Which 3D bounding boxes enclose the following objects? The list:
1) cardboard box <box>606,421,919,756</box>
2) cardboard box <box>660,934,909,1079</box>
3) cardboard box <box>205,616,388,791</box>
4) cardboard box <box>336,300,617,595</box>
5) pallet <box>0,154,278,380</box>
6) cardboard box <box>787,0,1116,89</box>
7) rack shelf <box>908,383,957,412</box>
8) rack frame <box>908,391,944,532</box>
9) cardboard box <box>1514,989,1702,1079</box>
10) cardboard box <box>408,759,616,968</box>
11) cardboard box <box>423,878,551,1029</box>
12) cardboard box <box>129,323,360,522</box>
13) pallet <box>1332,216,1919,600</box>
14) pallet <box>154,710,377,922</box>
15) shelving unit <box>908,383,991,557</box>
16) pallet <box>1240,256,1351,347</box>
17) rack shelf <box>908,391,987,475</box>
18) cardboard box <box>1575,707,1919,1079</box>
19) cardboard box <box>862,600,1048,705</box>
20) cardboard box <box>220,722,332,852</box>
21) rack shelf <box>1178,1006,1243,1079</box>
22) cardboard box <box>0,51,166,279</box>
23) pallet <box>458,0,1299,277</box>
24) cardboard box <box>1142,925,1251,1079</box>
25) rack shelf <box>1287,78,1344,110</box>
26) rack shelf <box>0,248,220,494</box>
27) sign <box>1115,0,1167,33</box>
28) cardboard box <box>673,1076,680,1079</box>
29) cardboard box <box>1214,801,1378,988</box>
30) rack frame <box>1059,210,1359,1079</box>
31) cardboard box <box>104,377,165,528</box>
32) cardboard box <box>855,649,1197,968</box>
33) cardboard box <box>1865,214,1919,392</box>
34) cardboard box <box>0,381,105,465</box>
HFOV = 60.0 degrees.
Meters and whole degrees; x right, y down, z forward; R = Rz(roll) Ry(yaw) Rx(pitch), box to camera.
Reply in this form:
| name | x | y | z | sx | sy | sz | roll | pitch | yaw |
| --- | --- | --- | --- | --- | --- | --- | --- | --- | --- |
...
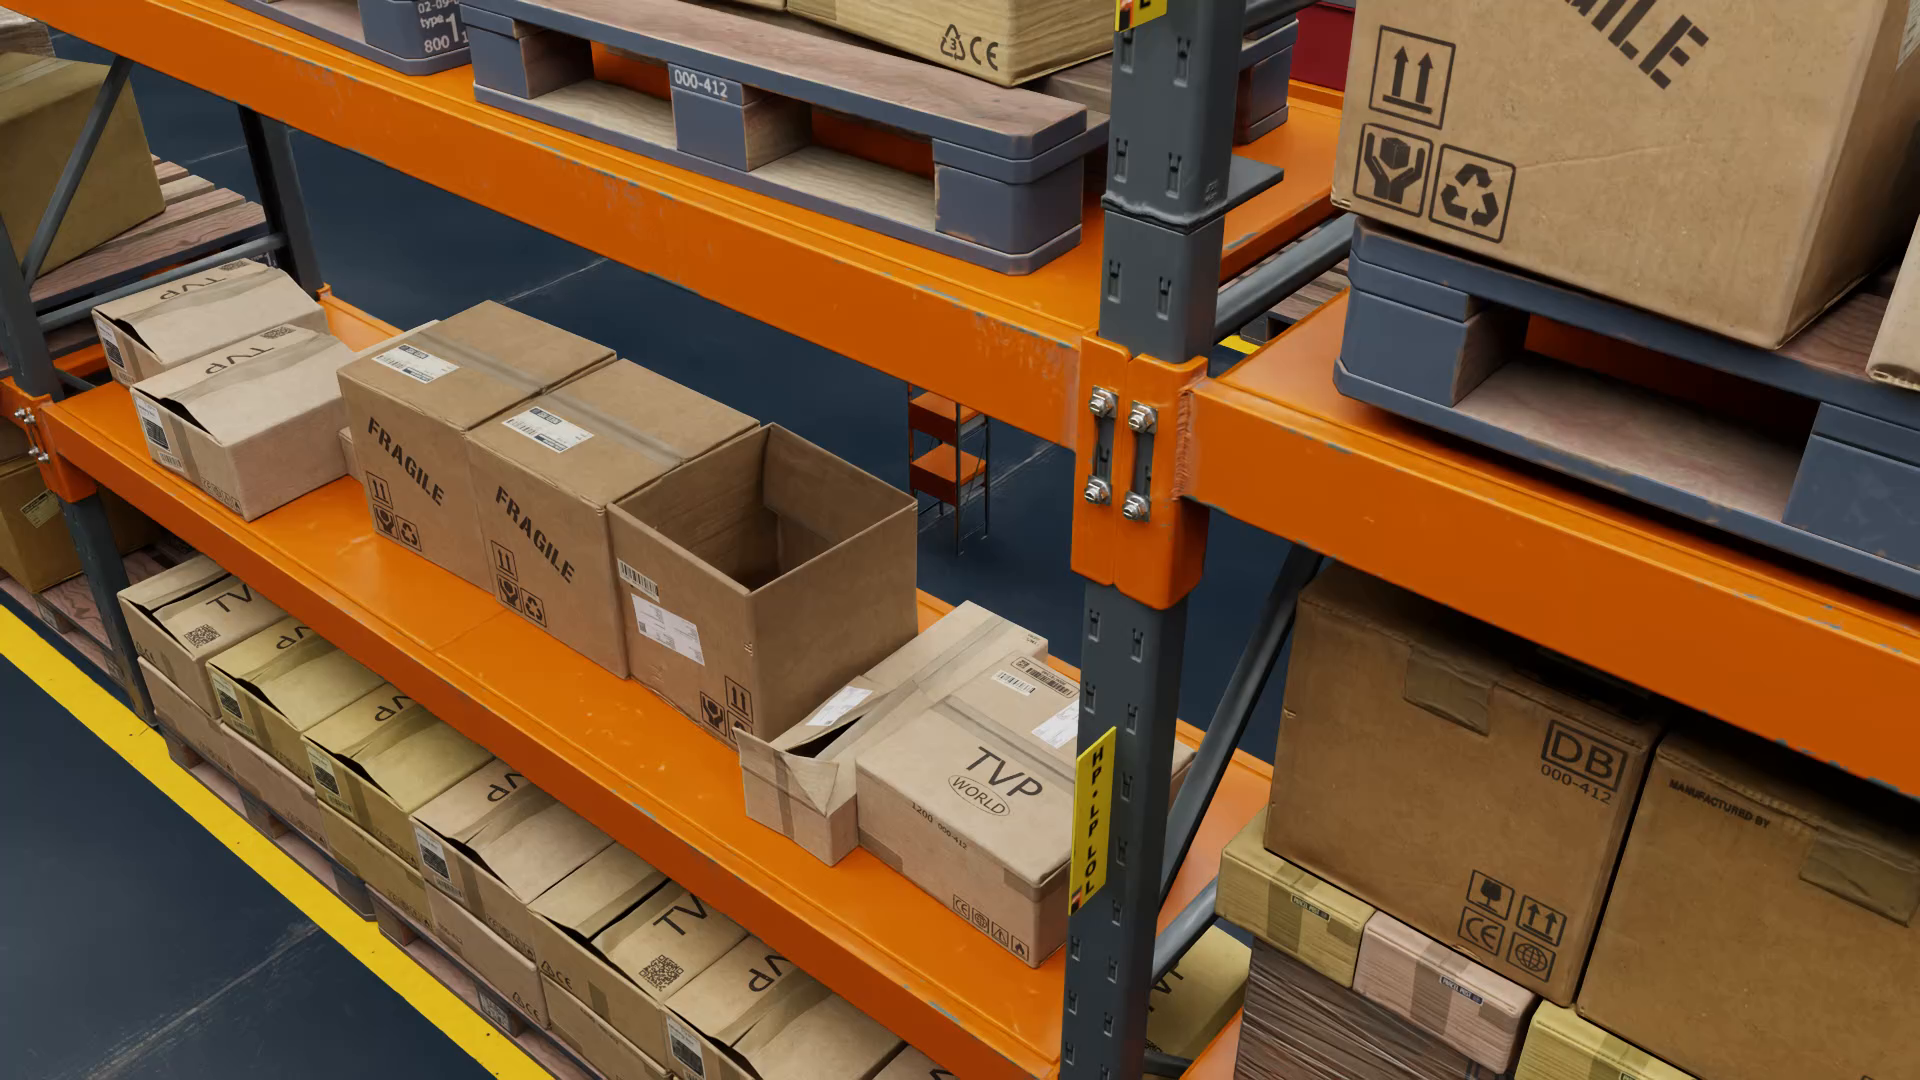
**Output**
| name | x | y | z | sx | sy | sz | roll | pitch | yaw |
| --- | --- | --- | --- | --- | --- | --- | --- | --- | --- |
| cardboard box | -0.443 | 0.117 | 3.842 | 0.500 | 0.500 | 0.500 | 29 | 44 | 35 |
| cardboard box | -0.357 | 1.155 | 3.980 | 0.500 | 0.311 | 0.500 | 27 | 42 | 33 |
| cardboard box | -1.909 | 0.418 | 5.054 | 0.500 | 0.311 | 0.500 | 24 | 41 | 31 |
| cardboard box | -1.233 | -0.255 | 4.384 | 0.500 | 0.500 | 0.500 | 23 | 41 | 29 |
| pallet | -3.098 | -0.951 | 5.654 | 1.003 | 0.211 | 1.213 | 25 | 42 | 32 |
| cardboard box | 0.074 | -0.941 | 2.583 | 0.500 | 0.250 | 0.500 | -29 | 44 | -35 |
| rack shelf | -0.041 | -0.677 | 6.326 | 0.240 | 0.259 | 0.215 | 25 | 42 | 32 |
| rack frame | -0.135 | -0.496 | 6.545 | 0.008 | 1.050 | 0.200 | 25 | 42 | 32 |
| cardboard box | 1.017 | 0.691 | 2.433 | 0.250 | 0.149 | 0.380 | 24 | 41 | 31 |
| cardboard box | -1.123 | 0.790 | 4.512 | 0.500 | 0.311 | 0.500 | 25 | 41 | 31 |
| cardboard box | -1.134 | 1.016 | 4.678 | 0.500 | 0.250 | 0.500 | 26 | 42 | 33 |
| cardboard box | -1.969 | -0.370 | 4.718 | 0.500 | 0.311 | 0.500 | 25 | 42 | 31 |
| pallet | 1.214 | -0.268 | 1.920 | 1.213 | 0.211 | 1.003 | 25 | 42 | 32 |
| pallet | -1.925 | 0.650 | 5.617 | 1.213 | 0.211 | 1.003 | 25 | 42 | 32 |
| shelving unit | -0.041 | -0.452 | 6.481 | 0.252 | 1.050 | 0.215 | 25 | 42 | 32 |
| pallet | 2.143 | -1.080 | 8.135 | 1.213 | 0.211 | 1.003 | 25 | 42 | 32 |
| rack shelf | -0.041 | -0.443 | 6.487 | 0.240 | 0.259 | 0.215 | 25 | 42 | 32 |
| cardboard box | 1.276 | 0.398 | 2.286 | 0.500 | 0.500 | 0.700 | 25 | 42 | 32 |
| cardboard box | -0.009 | 0.328 | 3.845 | 0.250 | 0.149 | 0.380 | 25 | 42 | 32 |
| cardboard box | -1.931 | 0.645 | 5.220 | 0.500 | 0.250 | 0.500 | 24 | 41 | 31 |
| rack shelf | 2.079 | 1.655 | 2.326 | 4.000 | 0.370 | 1.077 | 25 | 42 | 32 |
| cardboard box | -3.089 | -1.208 | 5.400 | 0.500 | 0.500 | 0.700 | 12 | 36 | 17 |
| pallet | -0.145 | -0.837 | 2.839 | 1.217 | 0.209 | 0.805 | 23 | 41 | 30 |
| cardboard box | 0.383 | 1.105 | 4.054 | 0.500 | 0.311 | 0.500 | 25 | 42 | 32 |
| rack shelf | 2.177 | -1.948 | 7.572 | 4.000 | 0.370 | 1.077 | 25 | 42 | 32 |
| rack shelf | -4.070 | -1.243 | 6.545 | 4.000 | 0.370 | 1.077 | 25 | 42 | 32 |
| sign | 0.202 | -0.706 | 1.744 | 0.005 | 0.325 | 0.100 | 25 | 42 | 32 |
| cardboard box | -0.350 | 1.386 | 4.140 | 0.500 | 0.250 | 0.500 | 25 | 41 | 31 |
| cardboard box | 0.624 | 0.507 | 2.701 | 0.250 | 0.149 | 0.380 | 25 | 42 | 32 |
| rack frame | 0.541 | 0.634 | 3.177 | 0.127 | 3.000 | 1.000 | 25 | 42 | 32 |
| cardboard box | -3.106 | -0.442 | 6.564 | 0.500 | 0.500 | 0.500 | 24 | 41 | 30 |
| cardboard box | 0.135 | 0.536 | 3.452 | 0.500 | 0.250 | 0.500 | 28 | 43 | 35 |
| cardboard box | 1.175 | -0.304 | 1.477 | 0.500 | 0.311 | 0.500 | 23 | 41 | 29 |
| cardboard box | -3.448 | -0.530 | 6.029 | 0.500 | 0.250 | 0.500 | 27 | 43 | 33 |
